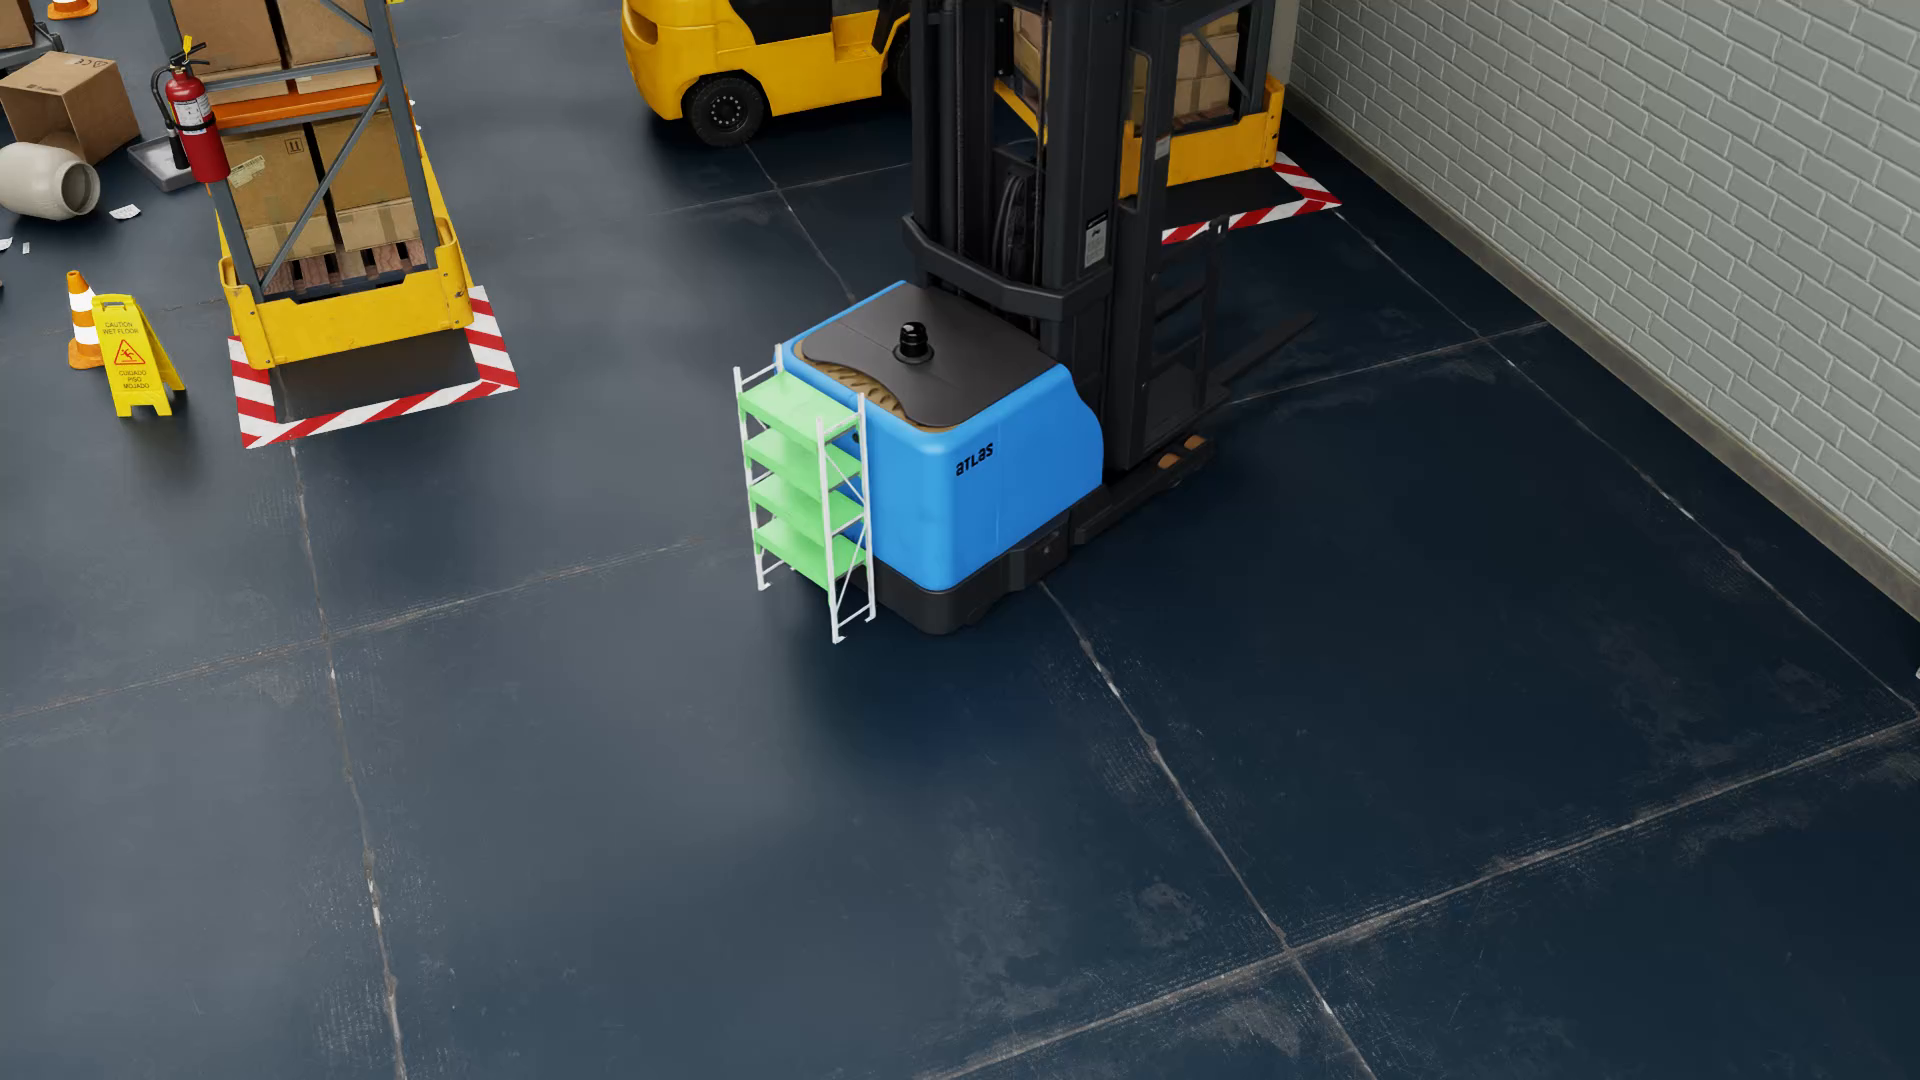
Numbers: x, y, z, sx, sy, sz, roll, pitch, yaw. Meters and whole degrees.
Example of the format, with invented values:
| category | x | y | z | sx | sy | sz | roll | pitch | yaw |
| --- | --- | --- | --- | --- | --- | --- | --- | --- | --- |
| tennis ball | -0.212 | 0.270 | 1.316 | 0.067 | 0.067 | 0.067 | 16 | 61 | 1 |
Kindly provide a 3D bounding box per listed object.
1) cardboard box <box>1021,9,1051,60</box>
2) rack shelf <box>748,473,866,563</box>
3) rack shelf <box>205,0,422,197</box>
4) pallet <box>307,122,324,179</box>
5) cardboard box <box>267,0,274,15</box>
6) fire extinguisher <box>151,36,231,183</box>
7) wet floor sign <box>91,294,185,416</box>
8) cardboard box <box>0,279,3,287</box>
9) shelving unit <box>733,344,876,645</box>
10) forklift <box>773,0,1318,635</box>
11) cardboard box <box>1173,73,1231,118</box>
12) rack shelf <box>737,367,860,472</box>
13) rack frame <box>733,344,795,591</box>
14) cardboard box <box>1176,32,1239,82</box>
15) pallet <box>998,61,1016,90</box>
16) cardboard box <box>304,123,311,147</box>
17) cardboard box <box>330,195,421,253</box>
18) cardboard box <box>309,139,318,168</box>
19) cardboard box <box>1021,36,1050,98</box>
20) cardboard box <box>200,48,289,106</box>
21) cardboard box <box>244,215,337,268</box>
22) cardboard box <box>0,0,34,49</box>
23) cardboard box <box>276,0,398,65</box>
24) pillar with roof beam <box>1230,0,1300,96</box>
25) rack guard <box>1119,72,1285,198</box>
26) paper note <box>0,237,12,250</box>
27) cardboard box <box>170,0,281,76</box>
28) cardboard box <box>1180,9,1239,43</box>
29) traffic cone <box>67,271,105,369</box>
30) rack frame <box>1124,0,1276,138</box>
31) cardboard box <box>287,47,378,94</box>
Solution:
| category | x | y | z | sx | sy | sz | roll | pitch | yaw |
| --- | --- | --- | --- | --- | --- | --- | --- | --- | --- |
| cardboard box | 0.723 | -3.286 | 10.593 | 0.500 | 0.250 | 0.500 | -16 | 43 | -17 |
| rack shelf | -0.635 | -0.126 | 6.991 | 0.480 | 0.148 | 0.258 | 32 | 50 | 32 |
| rack shelf | -3.970 | -3.152 | 9.585 | 1.077 | 0.370 | 4.000 | -15 | 43 | -17 |
| pallet | -3.975 | -2.440 | 10.344 | 1.003 | 0.211 | 1.213 | -15 | 43 | -17 |
| cardboard box | -3.917 | -2.918 | 8.954 | 0.380 | 0.149 | 0.250 | -15 | 43 | -16 |
| fire extinguisher | -3.586 | -2.006 | 7.760 | 0.296 | 0.674 | 0.183 | -15 | 43 | -17 |
| wet floor sign | -4.120 | -0.946 | 8.273 | 0.267 | 0.644 | 0.232 | -2 | 41 | -2 |
| cardboard box | -5.572 | -1.424 | 9.210 | 0.380 | 0.149 | 0.250 | 5 | 41 | 6 |
| shelving unit | -0.636 | -0.174 | 6.949 | 0.503 | 1.200 | 0.258 | 32 | 50 | 32 |
| forklift | 0.584 | -1.571 | 7.247 | 1.130 | 2.935 | 3.031 | 32 | 50 | 32 |
| cardboard box | 1.373 | -2.921 | 10.552 | 0.500 | 0.250 | 0.500 | -15 | 43 | -17 |
| rack shelf | -0.638 | -0.488 | 6.677 | 0.480 | 0.148 | 0.258 | 32 | 50 | 32 |
| rack frame | -0.811 | -0.285 | 7.078 | 0.015 | 1.200 | 0.240 | 32 | 50 | 32 |
| cardboard box | 1.392 | -3.101 | 10.378 | 0.500 | 0.250 | 0.500 | -14 | 43 | -16 |
| pallet | 0.586 | -3.587 | 11.678 | 1.003 | 0.211 | 1.213 | -15 | 43 | -17 |
| cardboard box | -3.955 | -2.352 | 9.314 | 0.500 | 0.500 | 0.500 | -14 | 43 | -15 |
| cardboard box | -3.257 | -1.891 | 9.354 | 0.500 | 0.250 | 0.500 | -15 | 43 | -17 |
| cardboard box | -4.158 | -2.384 | 9.927 | 0.500 | 0.250 | 0.500 | -17 | 43 | -18 |
| cardboard box | 0.727 | -3.083 | 10.740 | 0.500 | 0.250 | 0.500 | -15 | 43 | -17 |
| cardboard box | -3.545 | -2.296 | 8.231 | 0.380 | 0.149 | 0.250 | -14 | 43 | -15 |
| cardboard box | -3.771 | -1.771 | 9.214 | 0.500 | 0.250 | 0.500 | -15 | 43 | -17 |
| cardboard box | -6.368 | -3.506 | 10.782 | 0.500 | 0.500 | 0.500 | -15 | 43 | -17 |
| cardboard box | -3.129 | -2.725 | 8.232 | 0.500 | 0.500 | 0.500 | -16 | 43 | -18 |
| pillar with roof beam | -2.031 | -5.305 | 6.936 | 9.100 | 9.000 | 0.400 | -15 | 43 | -17 |
| rack guard | 1.389 | -2.498 | 10.190 | 1.175 | 0.500 | 0.348 | -15 | 43 | -17 |
| paper note | -5.591 | -1.711 | 9.644 | 0.148 | 0.019 | 0.142 | -2 | 41 | -2 |
| cardboard box | -3.667 | -2.628 | 8.120 | 0.500 | 0.500 | 0.500 | -16 | 43 | -18 |
| cardboard box | 1.371 | -3.293 | 10.217 | 0.500 | 0.250 | 0.500 | -16 | 43 | -18 |
| traffic cone | -4.561 | -1.195 | 8.703 | 0.336 | 0.463 | 0.334 | -15 | 43 | -17 |
| rack frame | 1.380 | -3.460 | 9.392 | 1.000 | 3.000 | 0.127 | -15 | 43 | -17 |
| cardboard box | -3.143 | -2.381 | 8.329 | 0.380 | 0.149 | 0.250 | -15 | 43 | -17 |
